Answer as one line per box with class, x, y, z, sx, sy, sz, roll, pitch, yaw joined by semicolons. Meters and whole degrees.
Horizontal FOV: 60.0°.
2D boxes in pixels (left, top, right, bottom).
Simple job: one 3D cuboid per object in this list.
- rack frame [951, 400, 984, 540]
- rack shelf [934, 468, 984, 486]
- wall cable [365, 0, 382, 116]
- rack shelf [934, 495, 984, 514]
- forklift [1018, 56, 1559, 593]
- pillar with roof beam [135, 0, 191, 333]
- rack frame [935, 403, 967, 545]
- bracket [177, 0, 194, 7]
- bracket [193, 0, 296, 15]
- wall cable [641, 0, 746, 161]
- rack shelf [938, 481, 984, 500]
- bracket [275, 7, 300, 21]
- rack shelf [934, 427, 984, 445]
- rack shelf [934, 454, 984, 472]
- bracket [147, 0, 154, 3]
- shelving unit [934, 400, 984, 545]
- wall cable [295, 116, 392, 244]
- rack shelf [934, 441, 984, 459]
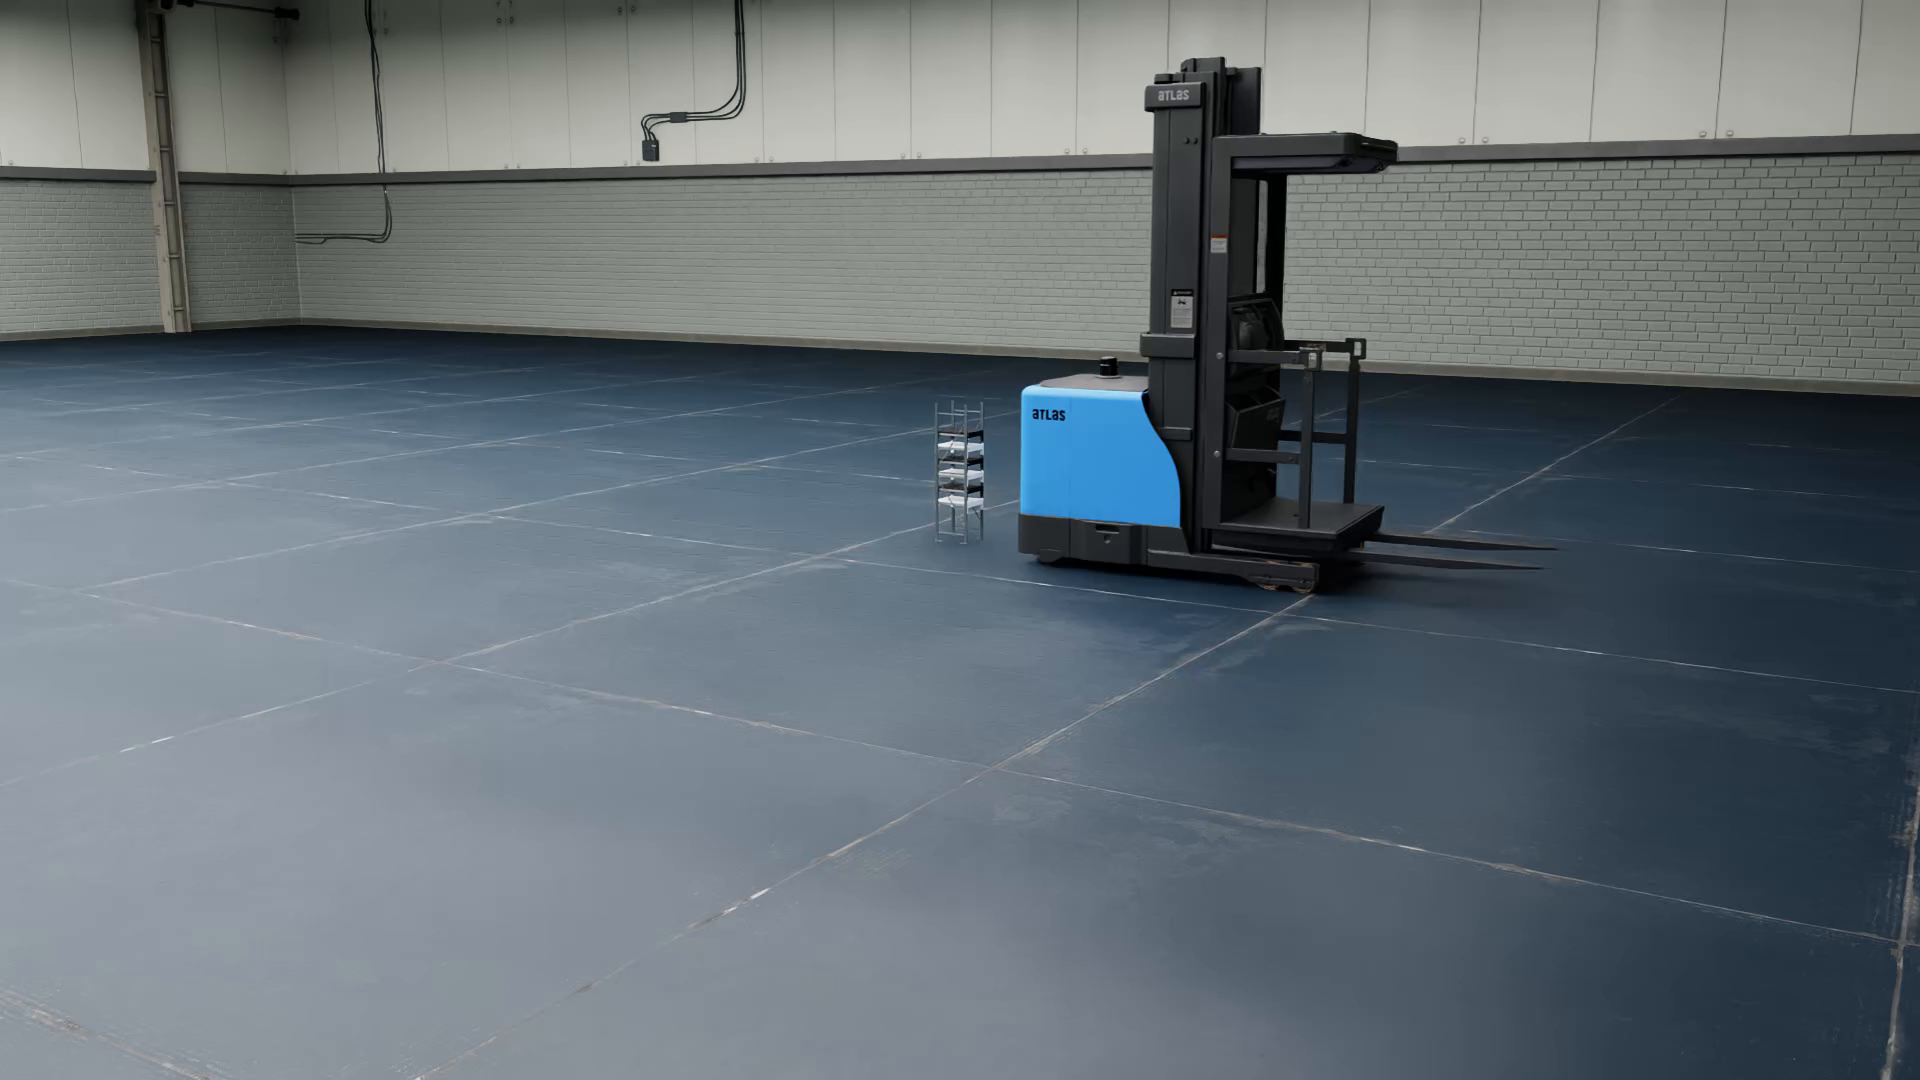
rack frame;0.049;-0.457;10.864;0.240;0.900;0.006;6;12;31
rack shelf;-0.004;-0.408;10.785;0.258;0.077;0.200;6;12;31
wall cable;-10.465;-9.566;32.224;3.097;2.526;0.112;6;12;31
rack shelf;-0.004;-0.231;10.818;0.258;0.077;0.200;6;12;31
forklift;1.902;-1.254;9.601;3.031;2.935;1.130;5;12;27
pillar with roof beam;-11.758;-8.120;29.787;9.100;9.000;0.548;6;12;31
rack frame;-0.057;-0.425;10.694;0.240;0.900;0.006;6;12;31
bracket;-14.918;-10.332;31.820;0.235;0.232;0.430;6;12;31
bracket;-13.994;-10.612;33.315;0.076;0.066;3.189;6;12;31
wall cable;-4.672;-9.630;28.613;2.305;6.003;0.169;6;12;31
rack shelf;-0.004;-0.320;10.802;0.258;0.077;0.200;6;12;31
bracket;-13.688;-10.705;33.811;0.235;0.232;0.430;6;12;31
rack shelf;-0.004;-0.674;10.736;0.258;0.077;0.200;6;12;31
rack shelf;-0.004;-0.497;10.769;0.258;0.077;0.200;6;12;31
bracket;-15.349;-10.201;31.123;0.235;0.232;0.430;6;12;31
shelving unit;-0.004;-0.441;10.779;0.258;0.900;0.210;6;12;31
wall cable;-12.777;-7.342;34.070;3.097;2.526;0.112;6;12;31
rack shelf;-0.004;-0.585;10.752;0.258;0.077;0.200;6;12;31
